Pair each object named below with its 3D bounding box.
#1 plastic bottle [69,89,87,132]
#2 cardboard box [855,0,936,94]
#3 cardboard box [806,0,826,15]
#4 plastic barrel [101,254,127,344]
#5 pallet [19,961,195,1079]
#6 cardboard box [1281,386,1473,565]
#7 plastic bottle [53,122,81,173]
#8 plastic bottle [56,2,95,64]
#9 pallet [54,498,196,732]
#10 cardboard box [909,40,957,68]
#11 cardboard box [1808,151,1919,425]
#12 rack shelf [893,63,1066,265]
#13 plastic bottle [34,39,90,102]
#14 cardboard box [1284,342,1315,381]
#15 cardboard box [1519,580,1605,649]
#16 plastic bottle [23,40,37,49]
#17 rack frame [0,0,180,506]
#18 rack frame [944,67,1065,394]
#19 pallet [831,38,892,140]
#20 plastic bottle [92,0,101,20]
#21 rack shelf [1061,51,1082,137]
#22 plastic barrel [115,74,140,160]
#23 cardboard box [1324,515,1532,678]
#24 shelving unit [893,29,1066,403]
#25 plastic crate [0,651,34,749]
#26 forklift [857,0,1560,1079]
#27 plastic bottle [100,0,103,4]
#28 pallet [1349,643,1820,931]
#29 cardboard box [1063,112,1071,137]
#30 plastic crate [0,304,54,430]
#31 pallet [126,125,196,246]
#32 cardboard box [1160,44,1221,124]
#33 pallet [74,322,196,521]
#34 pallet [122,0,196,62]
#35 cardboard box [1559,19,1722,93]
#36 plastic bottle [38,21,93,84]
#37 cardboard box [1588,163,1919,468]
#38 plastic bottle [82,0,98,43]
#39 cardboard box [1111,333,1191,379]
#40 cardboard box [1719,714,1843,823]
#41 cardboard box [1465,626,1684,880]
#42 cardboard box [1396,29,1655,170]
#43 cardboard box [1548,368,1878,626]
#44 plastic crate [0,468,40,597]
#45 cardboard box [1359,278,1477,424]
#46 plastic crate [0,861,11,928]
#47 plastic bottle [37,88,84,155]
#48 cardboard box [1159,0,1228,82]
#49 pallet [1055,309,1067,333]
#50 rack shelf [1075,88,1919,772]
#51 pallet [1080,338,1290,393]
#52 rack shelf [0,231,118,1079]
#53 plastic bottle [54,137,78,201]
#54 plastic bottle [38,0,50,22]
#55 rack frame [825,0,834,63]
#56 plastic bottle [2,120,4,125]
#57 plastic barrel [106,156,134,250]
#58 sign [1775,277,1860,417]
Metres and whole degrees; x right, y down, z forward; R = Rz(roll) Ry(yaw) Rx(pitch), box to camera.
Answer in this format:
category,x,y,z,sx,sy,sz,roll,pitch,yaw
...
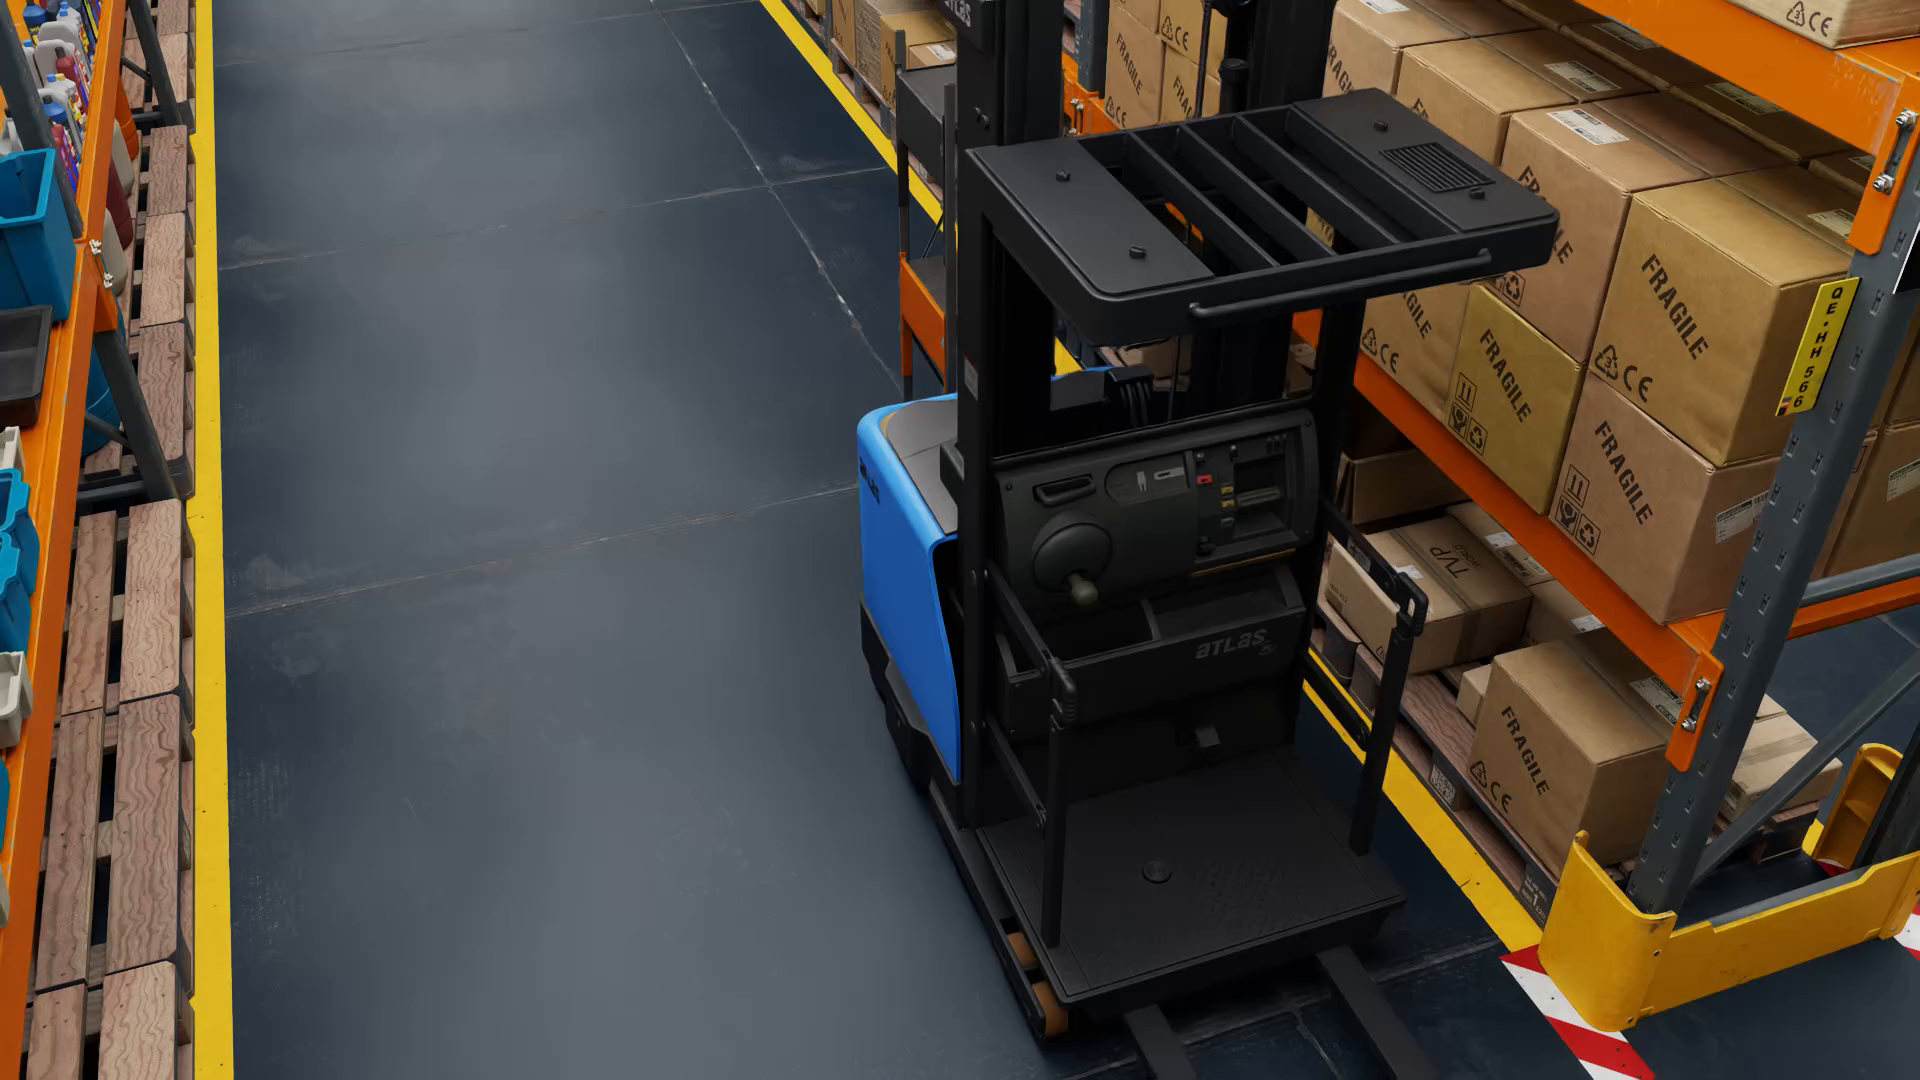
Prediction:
category,x,y,z,sx,sy,sz,roll,pitch,yaw
plastic bottle,-3.632,-1.757,6.754,0.097,0.201,0.097,0,37,0
cardboard box,-0.308,-3.012,9.968,0.500,0.500,0.500,-14,39,-18
cardboard box,-0.791,-3.762,11.188,0.500,0.250,0.500,-12,39,-15
plastic barrel,-4.072,-1.203,7.249,0.600,0.901,0.708,-12,39,-16
pallet,-2.528,1.737,4.269,1.003,0.211,1.213,-12,39,-16
cardboard box,1.646,-0.305,6.371,0.797,0.503,0.637,-12,39,-16
plastic bottle,-3.485,-1.516,6.434,0.097,0.201,0.097,0,37,0
plastic bottle,-3.905,-2.232,7.327,0.097,0.271,0.097,0,37,0
pallet,-3.368,0.358,6.099,1.003,0.211,1.213,-12,39,-16
cardboard box,0.045,-2.434,9.200,0.500,0.500,0.500,-14,39,-17
cardboard box,2.466,-0.671,4.234,0.500,0.500,0.500,-11,38,-15
rack shelf,0.057,-1.293,5.581,0.431,0.518,0.480,-12,39,-16
plastic bottle,-3.777,-1.977,6.984,0.152,0.276,0.135,-12,39,-16
cardboard box,1.643,-0.761,7.271,0.380,0.149,0.250,-12,39,-16
cardboard box,2.279,0.348,5.715,0.500,0.250,0.500,-12,39,-16
plastic bottle,-3.968,-2.042,7.132,0.097,0.201,0.097,0,37,0
rack frame,-3.657,-1.163,5.801,1.000,3.000,0.127,-12,39,-16
rack frame,0.141,-0.607,5.811,0.400,2.100,0.015,-12,39,-16
pallet,-0.160,-2.902,10.428,1.003,0.211,1.213,-12,39,-16
plastic bottle,-4.100,-2.590,7.792,0.061,0.283,0.133,-12,39,-16
rack shelf,0.307,-3.029,8.876,1.077,0.370,4.000,-12,39,-16
plastic barrel,-4.849,-2.451,8.965,0.600,0.830,0.708,-12,39,-16
cardboard box,1.654,0.197,5.915,0.500,0.250,0.500,-12,39,-16
shelving unit,0.057,-0.745,5.994,0.431,2.100,0.503,-12,39,-16
plastic crate,-2.322,0.389,3.910,0.250,0.136,0.298,-12,39,-16
forklift,0.624,-0.012,4.330,1.130,2.935,3.031,-12,39,-16
plastic bottle,-4.191,-2.674,7.972,0.097,0.201,0.097,0,37,0
pallet,2.070,0.694,5.653,1.003,0.211,1.213,-12,39,-16
cardboard box,0.394,-1.864,8.443,0.500,0.500,0.500,-12,39,-16
plastic crate,-3.020,-0.500,5.100,0.437,0.125,0.590,-12,39,-16
pallet,-4.723,-1.872,9.060,1.003,0.211,1.213,-12,39,-16
cardboard box,1.094,-1.593,6.289,0.500,0.500,0.500,-12,39,-15
pallet,-3.883,-0.494,7.230,1.003,0.211,1.213,-12,39,-16
pallet,-5.680,-3.442,11.145,1.003,0.211,1.213,-12,39,-16
cardboard box,2.112,-1.249,5.000,0.500,0.500,0.500,-12,39,-15
plastic bottle,-3.857,-2.108,7.158,0.152,0.276,0.135,-12,39,-16
cardboard box,1.960,-0.560,4.087,0.500,0.500,0.500,-13,39,-16
plastic bottle,-3.991,-2.410,7.554,0.061,0.283,0.133,-12,39,-16
cardboard box,0.936,-1.006,7.462,0.500,0.311,0.500,-12,39,-16
cardboard box,2.550,0.729,5.293,0.380,0.149,0.250,-12,39,-16
cardboard box,1.953,0.640,5.119,0.500,0.500,0.500,-12,39,-16
cardboard box,1.603,-1.138,4.853,0.500,0.500,0.500,-11,38,-15
cardboard box,1.962,-0.163,4.390,0.500,0.500,0.500,-11,38,-15
plastic crate,-2.613,0.019,4.321,0.416,0.233,0.300,-12,39,-16
cardboard box,1.614,-0.739,5.154,0.500,0.500,0.500,-12,39,-16
plastic crate,-2.089,0.772,3.401,0.250,0.136,0.298,-12,39,-16
plastic bottle,-3.584,-1.660,6.564,0.152,0.276,0.135,-12,39,-16
cardboard box,1.071,-2.010,6.011,0.500,0.500,0.500,-14,39,-17
pallet,0.680,-1.524,8.598,1.003,0.211,1.213,-12,39,-16
rack shelf,1.683,-0.769,5.876,1.077,0.370,4.000,-12,39,-16
pallet,1.231,-0.684,7.483,1.003,0.211,1.213,-12,39,-16
rack shelf,-2.969,0.254,4.517,1.077,0.370,4.000,-12,39,-16
plastic bottle,-3.383,-1.412,6.228,0.061,0.283,0.133,-12,39,-16
plastic bottle,-4.172,-2.456,7.614,0.061,0.283,0.133,-12,39,-16
rack frame,-0.381,-4.446,10.159,1.000,3.000,0.127,-12,39,-16
plastic bottle,-3.695,-1.594,6.538,0.097,0.201,0.097,0,37,0
plastic barrel,-4.461,-1.716,8.191,0.600,0.588,0.708,-12,39,-16
sign,1.844,-0.412,3.579,0.100,0.325,0.005,-12,39,-16
